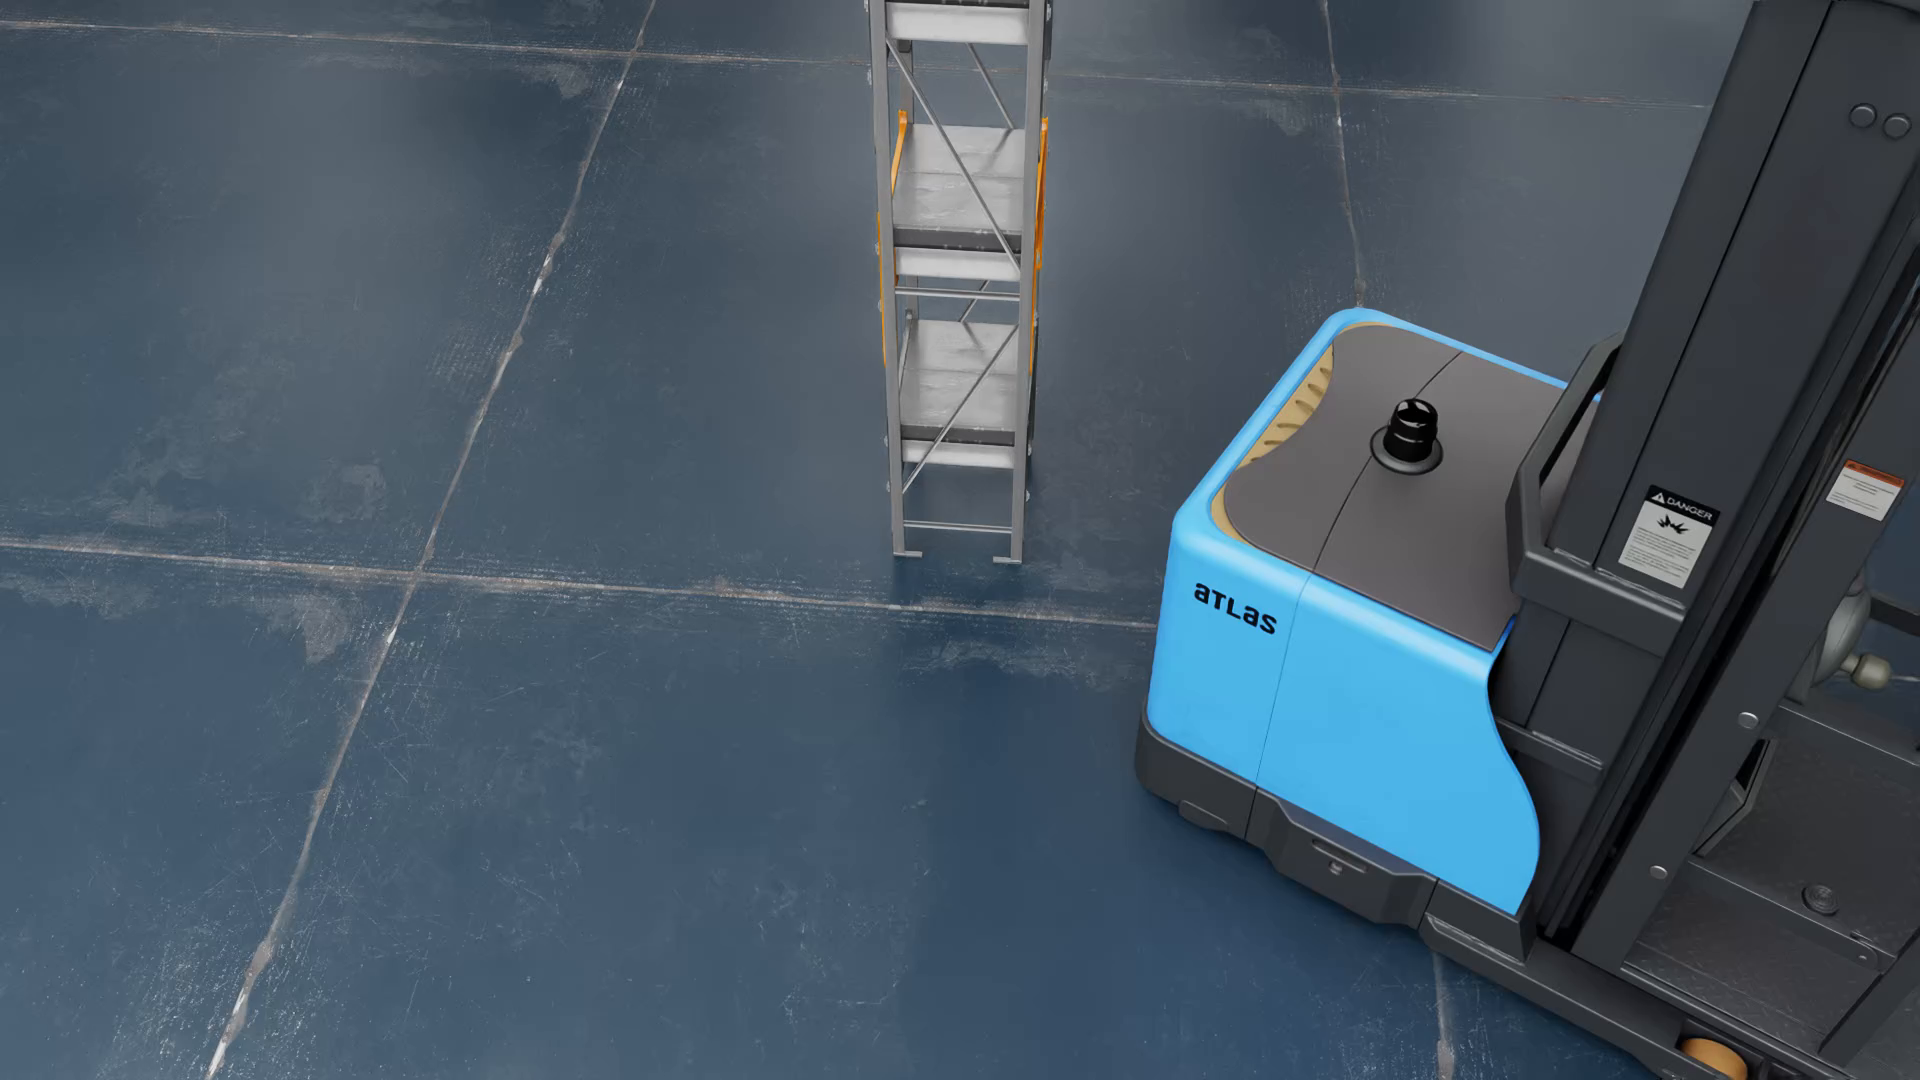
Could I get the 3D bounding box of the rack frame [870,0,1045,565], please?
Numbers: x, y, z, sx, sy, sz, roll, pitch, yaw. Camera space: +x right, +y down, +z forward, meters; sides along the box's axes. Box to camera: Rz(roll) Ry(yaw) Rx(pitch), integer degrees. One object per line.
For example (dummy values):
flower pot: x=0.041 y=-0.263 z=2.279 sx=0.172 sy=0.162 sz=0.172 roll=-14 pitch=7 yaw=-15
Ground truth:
rack frame: x=-0.007 y=-0.651 z=4.422 sx=0.400 sy=2.100 sz=0.015 roll=4 pitch=48 yaw=4

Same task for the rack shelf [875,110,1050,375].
rack shelf: x=0.015 y=-0.821 z=4.597 sx=0.431 sy=0.518 sz=0.480 roll=4 pitch=48 yaw=4

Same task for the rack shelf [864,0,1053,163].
rack shelf: x=0.015 y=-1.294 z=4.080 sx=0.431 sy=0.518 sz=0.480 roll=4 pitch=48 yaw=4

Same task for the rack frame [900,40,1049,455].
rack frame: x=0.037 y=-1.010 z=4.750 sx=0.400 sy=2.100 sz=0.015 roll=4 pitch=48 yaw=4

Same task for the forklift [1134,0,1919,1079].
forklift: x=1.994 y=-0.007 z=3.270 sx=3.031 sy=2.935 sz=1.130 roll=26 pitch=53 yaw=22

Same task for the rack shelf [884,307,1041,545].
rack shelf: x=0.015 y=-0.349 z=5.113 sx=0.431 sy=0.518 sz=0.480 roll=4 pitch=48 yaw=4

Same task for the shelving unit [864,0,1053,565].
shelving unit: x=0.015 y=-0.830 z=4.586 sx=0.431 sy=2.100 sz=0.503 roll=4 pitch=48 yaw=4
